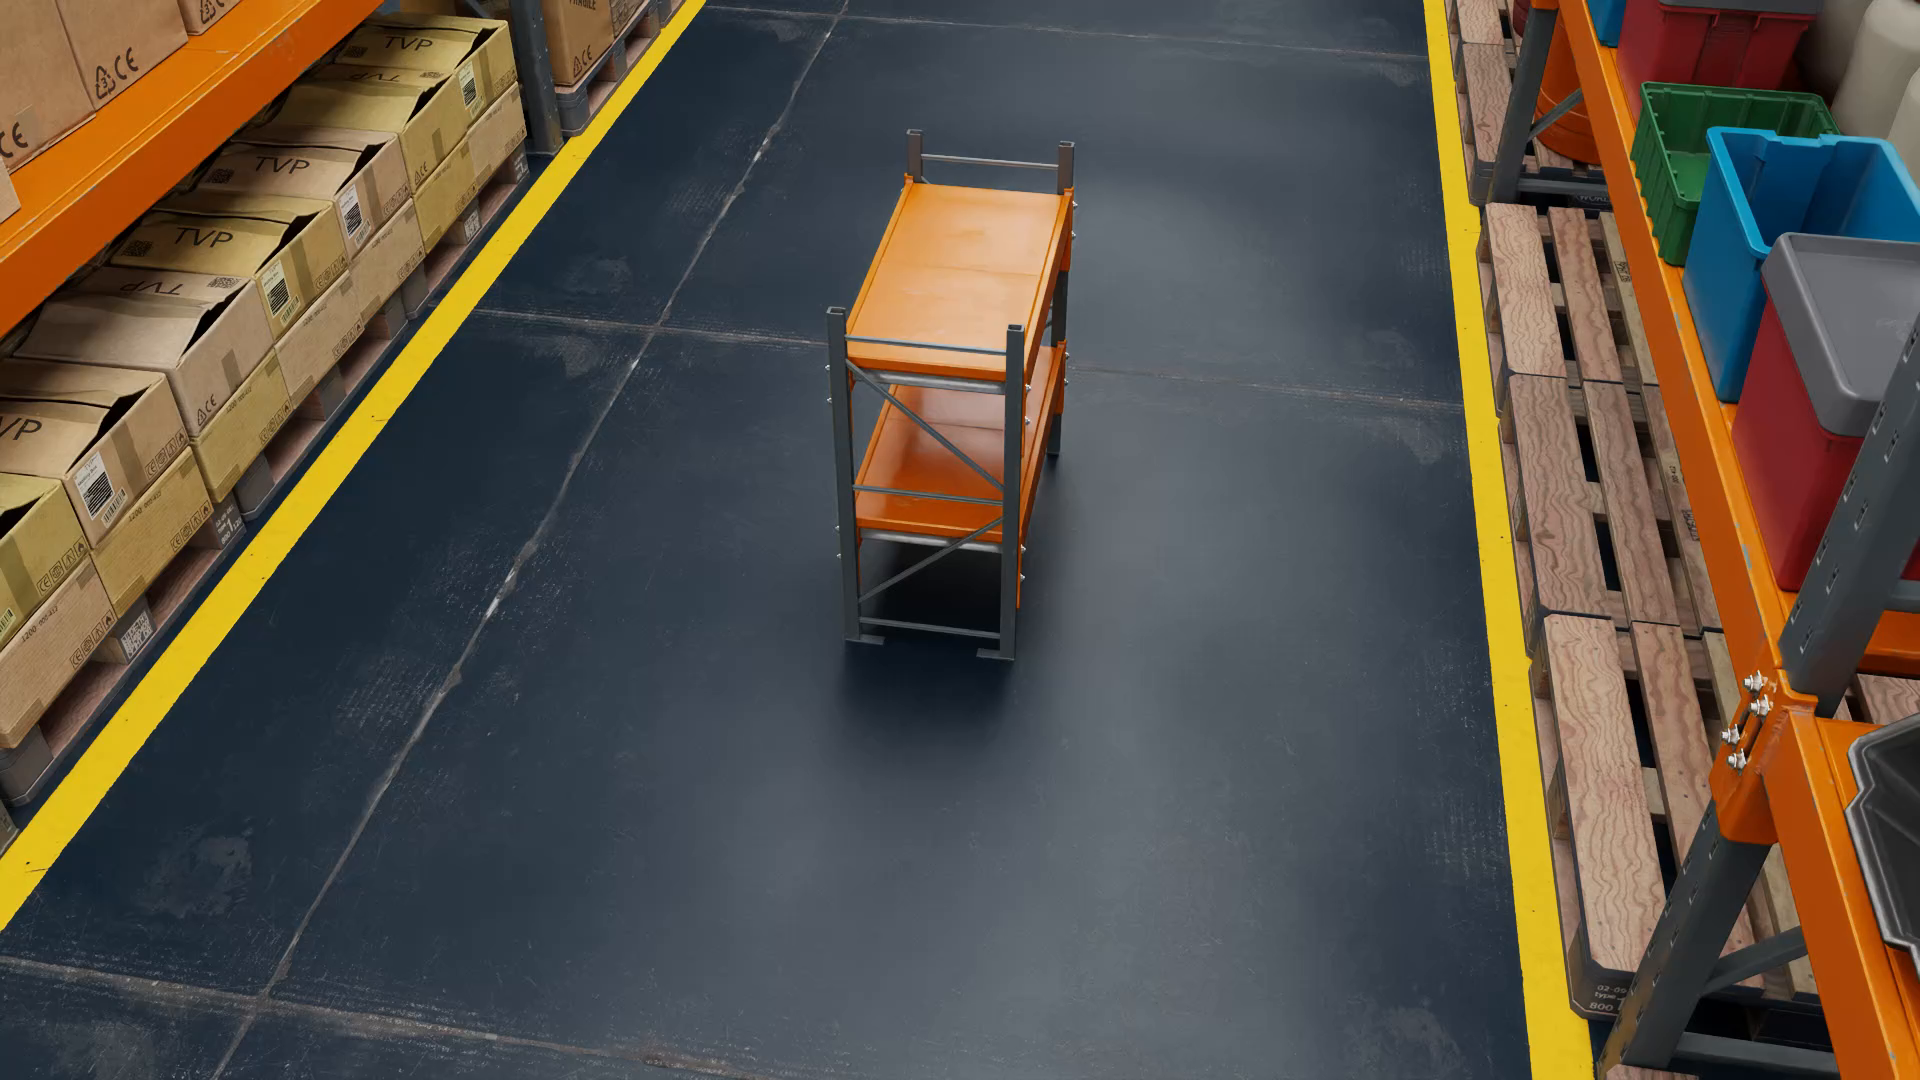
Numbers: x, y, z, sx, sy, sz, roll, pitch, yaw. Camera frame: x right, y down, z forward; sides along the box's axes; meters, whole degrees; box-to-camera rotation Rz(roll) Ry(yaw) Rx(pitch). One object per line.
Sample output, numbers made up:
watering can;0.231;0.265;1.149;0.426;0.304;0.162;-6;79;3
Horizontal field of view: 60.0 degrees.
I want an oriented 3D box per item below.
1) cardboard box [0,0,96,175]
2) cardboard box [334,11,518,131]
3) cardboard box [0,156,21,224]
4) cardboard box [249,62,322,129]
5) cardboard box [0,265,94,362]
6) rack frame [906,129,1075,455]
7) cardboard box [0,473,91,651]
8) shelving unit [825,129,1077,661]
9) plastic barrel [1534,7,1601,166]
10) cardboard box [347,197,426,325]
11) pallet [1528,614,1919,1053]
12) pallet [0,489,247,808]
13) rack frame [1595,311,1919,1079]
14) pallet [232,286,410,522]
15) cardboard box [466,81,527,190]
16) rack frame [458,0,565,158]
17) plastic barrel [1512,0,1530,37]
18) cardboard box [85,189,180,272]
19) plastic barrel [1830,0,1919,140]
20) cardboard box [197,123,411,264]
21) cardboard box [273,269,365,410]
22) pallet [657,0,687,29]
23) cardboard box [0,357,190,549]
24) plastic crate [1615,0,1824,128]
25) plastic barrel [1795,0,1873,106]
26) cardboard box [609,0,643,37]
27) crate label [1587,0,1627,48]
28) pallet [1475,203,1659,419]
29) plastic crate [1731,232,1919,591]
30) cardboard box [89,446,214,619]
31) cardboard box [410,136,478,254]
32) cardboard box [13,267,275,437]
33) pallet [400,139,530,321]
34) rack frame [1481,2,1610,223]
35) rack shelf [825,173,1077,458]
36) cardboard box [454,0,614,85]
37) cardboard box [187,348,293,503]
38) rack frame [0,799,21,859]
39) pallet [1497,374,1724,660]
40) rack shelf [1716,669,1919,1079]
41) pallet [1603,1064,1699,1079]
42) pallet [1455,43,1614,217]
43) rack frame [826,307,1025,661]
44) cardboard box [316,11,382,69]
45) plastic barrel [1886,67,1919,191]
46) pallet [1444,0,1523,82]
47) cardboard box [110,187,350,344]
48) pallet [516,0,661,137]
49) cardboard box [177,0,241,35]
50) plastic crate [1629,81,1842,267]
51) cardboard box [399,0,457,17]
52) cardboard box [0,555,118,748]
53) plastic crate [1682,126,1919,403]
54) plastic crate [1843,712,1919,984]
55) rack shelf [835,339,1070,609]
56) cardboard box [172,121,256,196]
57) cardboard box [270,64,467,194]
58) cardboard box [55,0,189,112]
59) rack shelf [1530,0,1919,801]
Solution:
cardboard box;-2.706;-1.259;4.340;0.500;0.500;0.500;9;40;11
cardboard box;-2.102;-1.882;6.560;0.500;0.311;0.500;7;40;9
cardboard box;-2.592;-0.846;4.116;0.380;0.149;0.250;6;40;8
cardboard box;-2.717;-1.611;6.233;0.500;0.311;0.500;5;40;7
cardboard box;-2.986;-0.653;5.075;0.500;0.311;0.500;6;40;8
rack frame;0.089;-0.757;5.283;0.500;1.125;0.032;6;40;8
cardboard box;-2.629;0.041;4.235;0.500;0.311;0.500;7;40;8
shelving unit;0.001;-0.438;4.897;0.538;1.125;1.048;6;40;8
plastic barrel;2.692;-2.005;6.695;0.600;0.830;0.708;6;40;8
cardboard box;-2.281;-1.025;5.965;0.500;0.250;0.500;7;40;9
pallet;2.029;0.717;4.217;1.003;0.211;1.213;6;40;8
pallet;-2.857;0.199;4.844;1.003;0.211;1.213;6;40;8
rack frame;1.932;0.139;2.728;1.000;3.000;0.127;6;40;8
pallet;-2.648;-0.569;5.773;1.003;0.211;1.213;6;40;8
cardboard box;-2.105;-1.665;6.738;0.500;0.250;0.500;7;40;9
rack frame;-2.254;-2.920;6.427;1.000;3.000;0.127;6;40;8
plastic barrel;2.887;-2.621;7.629;0.600;0.588;0.708;6;40;8
cardboard box;-2.895;-0.968;5.455;0.500;0.311;0.500;6;40;7
plastic barrel;2.515;-1.221;4.267;0.433;0.535;0.433;0;40;0
cardboard box;-2.276;-1.239;5.782;0.500;0.311;0.500;6;40;7
cardboard box;-2.367;-0.702;5.574;0.500;0.250;0.500;7;40;9
pallet;-1.874;-3.073;8.801;1.003;0.211;1.213;6;40;8
cardboard box;-2.538;-0.273;4.614;0.500;0.311;0.500;6;40;7
plastic crate;2.043;-1.415;4.558;0.402;0.464;0.583;6;40;8
plastic barrel;2.583;-1.481;4.599;0.421;0.512;0.421;0;40;0
cardboard box;-1.809;-2.709;7.789;0.500;0.500;0.500;5;40;6
crate label;2.186;-1.791;5.034;0.502;0.435;0.616;6;40;8
pallet;2.452;-0.814;6.069;1.003;0.211;1.213;6;40;8
plastic crate;1.714;-0.223;3.115;0.402;0.464;0.583;6;40;8
cardboard box;-2.543;-0.058;4.794;0.500;0.250;0.500;7;40;9
cardboard box;-2.191;-1.341;6.346;0.500;0.250;0.500;6;40;7
cardboard box;-2.449;-0.598;5.007;0.500;0.311;0.500;5;40;6
pallet;-2.435;-1.333;6.696;1.003;0.211;1.213;6;40;8
rack frame;2.624;-2.371;5.764;1.000;3.000;0.127;6;40;8
rack shelf;0.001;-0.663;4.710;0.538;0.278;1.000;6;40;8
cardboard box;-1.894;-2.380;7.391;0.500;0.500;0.500;8;40;10
cardboard box;-2.456;-0.383;5.188;0.500;0.250;0.500;5;40;6
rack frame;-2.946;-0.409;3.391;1.000;3.000;0.127;6;40;8
pallet;2.238;-0.051;5.146;1.003;0.211;1.213;6;40;8
rack shelf;1.586;1.672;1.439;1.077;0.370;4.000;6;40;8
pallet;1.774;1.631;3.112;1.003;0.211;1.213;6;40;8
pallet;2.719;-1.796;7.256;1.003;0.211;1.213;6;40;8
rack frame;-0.087;-0.119;4.511;0.500;1.125;0.032;6;40;8
cardboard box;-2.634;-1.942;6.633;0.500;0.311;0.500;8;40;9
plastic barrel;2.440;-0.950;3.938;0.433;0.535;0.433;0;40;0
pallet;2.933;-2.559;8.180;1.003;0.211;1.213;6;40;8
cardboard box;-2.365;-0.924;5.402;0.500;0.311;0.500;7;40;9
pallet;-2.088;-2.309;7.877;1.003;0.211;1.213;6;40;8
cardboard box;-2.528;-1.903;5.120;0.500;0.500;0.500;4;40;5
plastic crate;1.955;-0.903;4.155;0.450;0.188;0.662;6;40;8
cardboard box;-2.324;-2.739;7.825;0.500;0.500;0.500;8;40;9
cardboard box;-2.633;0.263;4.406;0.500;0.250;0.500;5;40;7
plastic crate;1.816;-0.581;3.611;0.392;0.384;0.575;6;40;8
plastic crate;1.716;0.478;2.367;0.767;0.338;0.504;6;40;8
rack shelf;0.001;-0.249;5.053;0.538;0.278;1.000;6;40;8
cardboard box;-2.807;-1.291;5.846;0.500;0.311;0.500;5;40;6
cardboard box;-2.186;-1.555;6.165;0.500;0.311;0.500;6;40;7
cardboard box;-2.620;-1.573;4.720;0.500;0.500;0.500;6;40;8
rack shelf;2.278;-0.839;4.475;1.077;0.370;4.000;6;40;8
